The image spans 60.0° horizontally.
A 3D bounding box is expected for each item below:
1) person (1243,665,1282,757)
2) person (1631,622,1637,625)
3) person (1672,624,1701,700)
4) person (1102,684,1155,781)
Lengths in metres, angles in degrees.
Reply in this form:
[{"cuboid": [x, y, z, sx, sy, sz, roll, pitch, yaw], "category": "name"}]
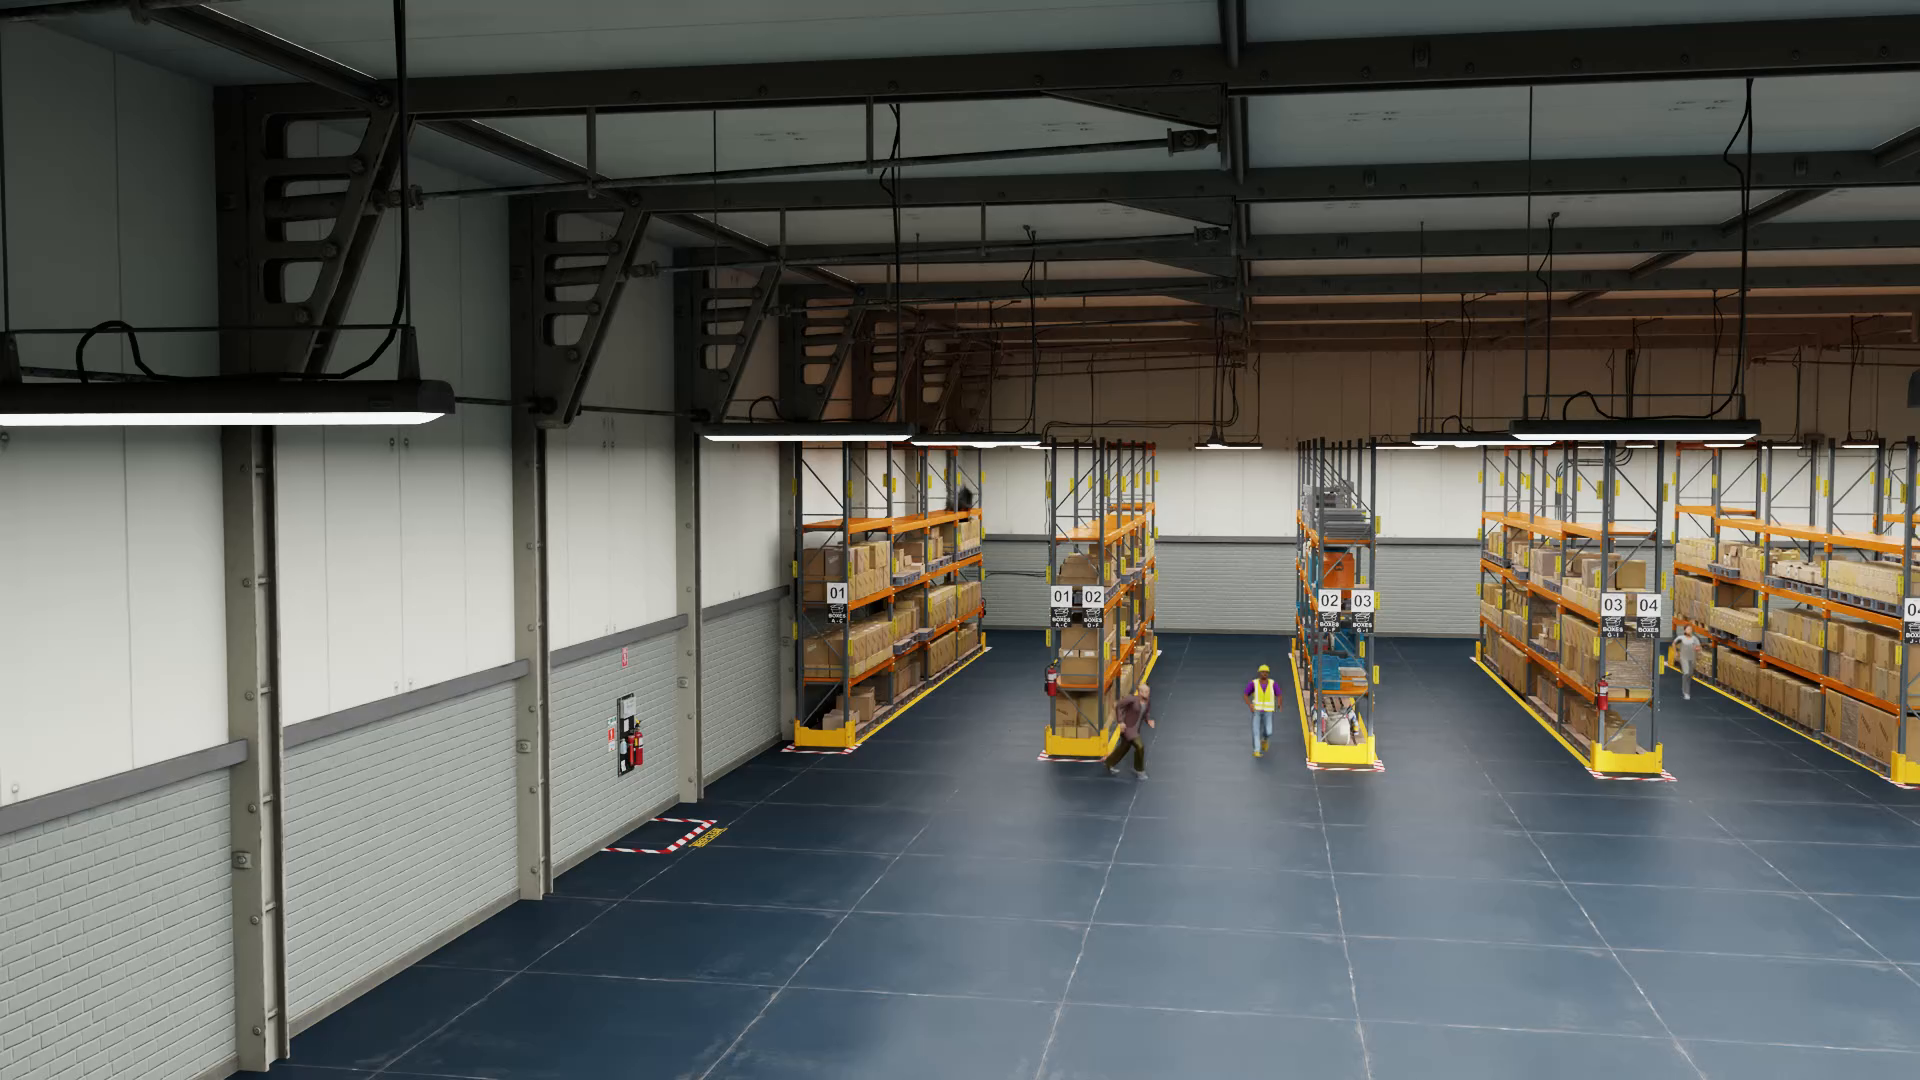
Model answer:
[{"cuboid": [5.690, 3.212, 31.279, 0.724, 1.727, 0.549, 0, 3, 7], "category": "person"}, {"cuboid": [17.523, 2.674, 42.963, 0.481, 1.598, 0.850, 1, 3, 12], "category": "person"}, {"cuboid": [16.959, 2.825, 38.792, 0.543, 1.721, 0.806, 0, 3, 3], "category": "person"}, {"cuboid": [2.960, 3.354, 29.252, 1.032, 1.701, 0.685, 3, 4, 43], "category": "person"}]
